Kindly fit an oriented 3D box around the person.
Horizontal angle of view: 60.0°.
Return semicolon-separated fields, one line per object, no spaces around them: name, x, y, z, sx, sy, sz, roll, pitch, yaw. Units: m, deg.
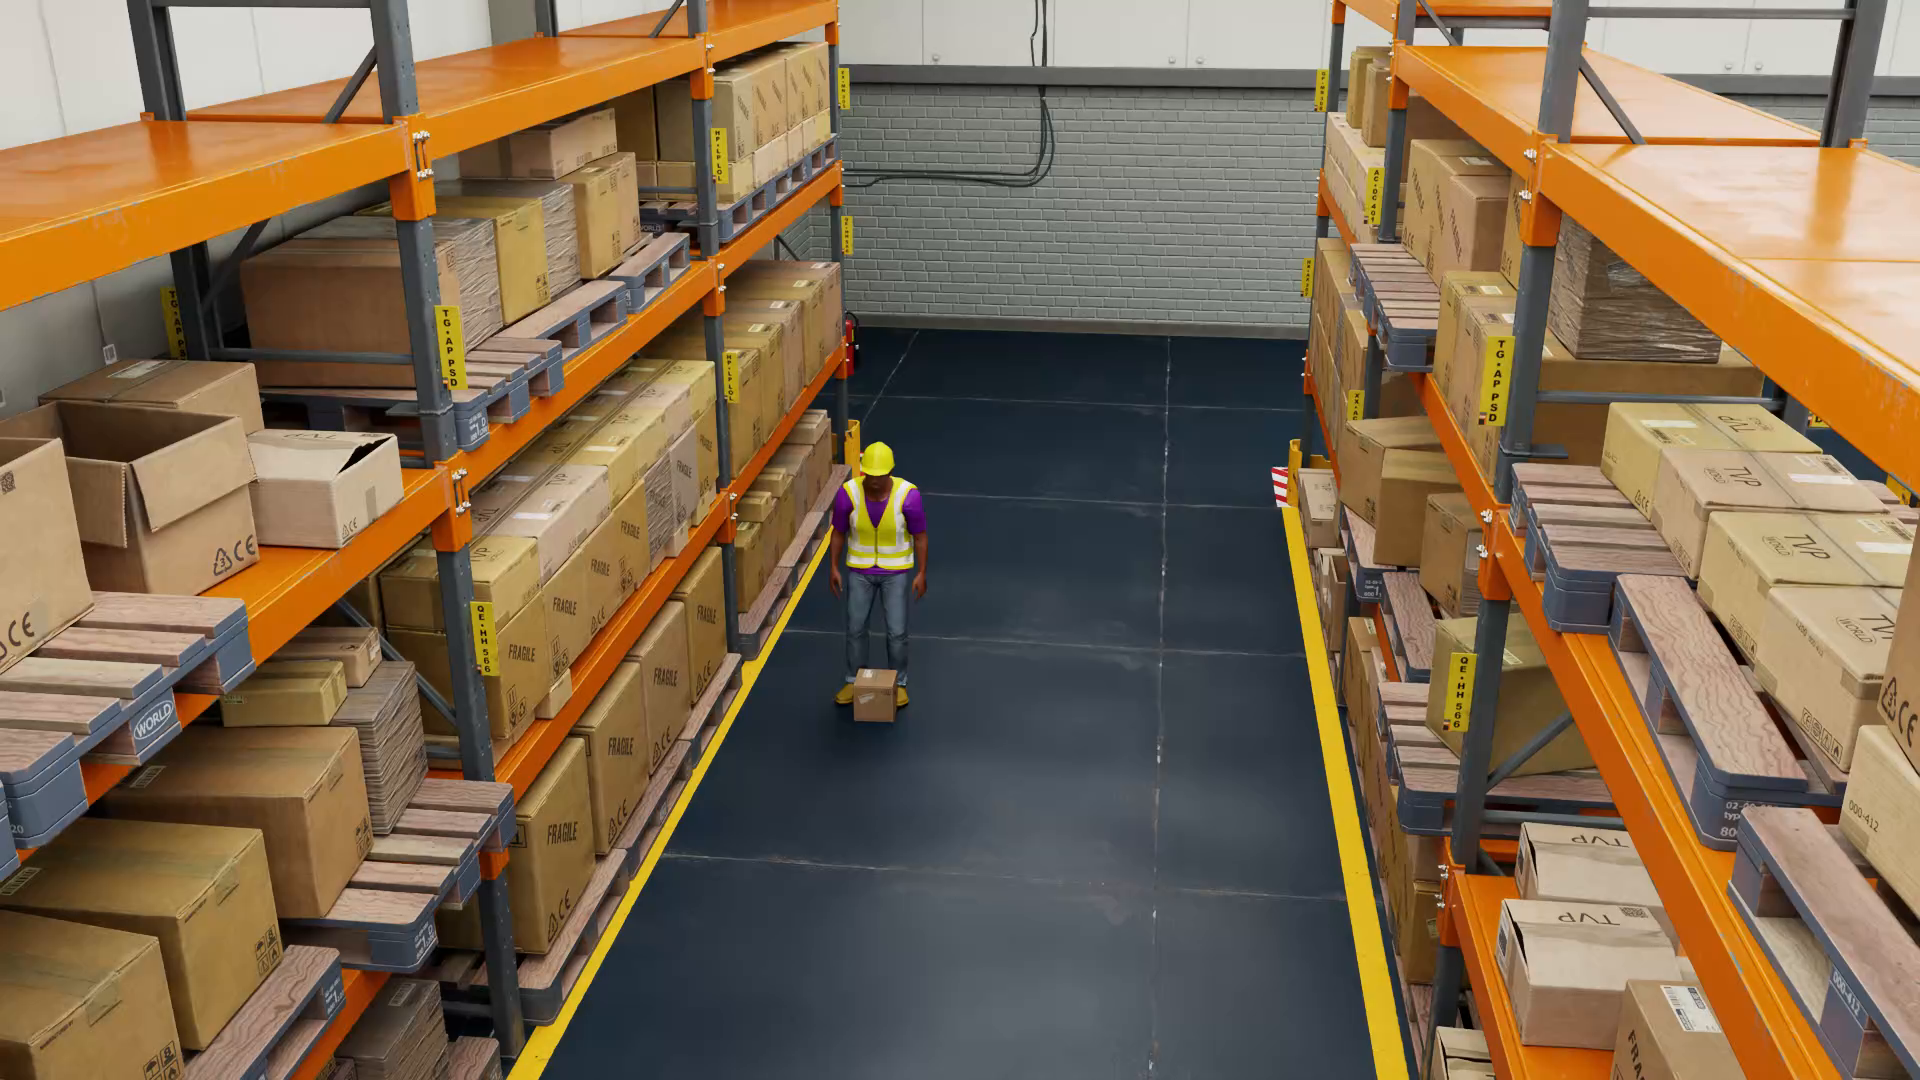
person;-0.519;0.206;10.520;0.631;1.760;0.463;2;21;6
